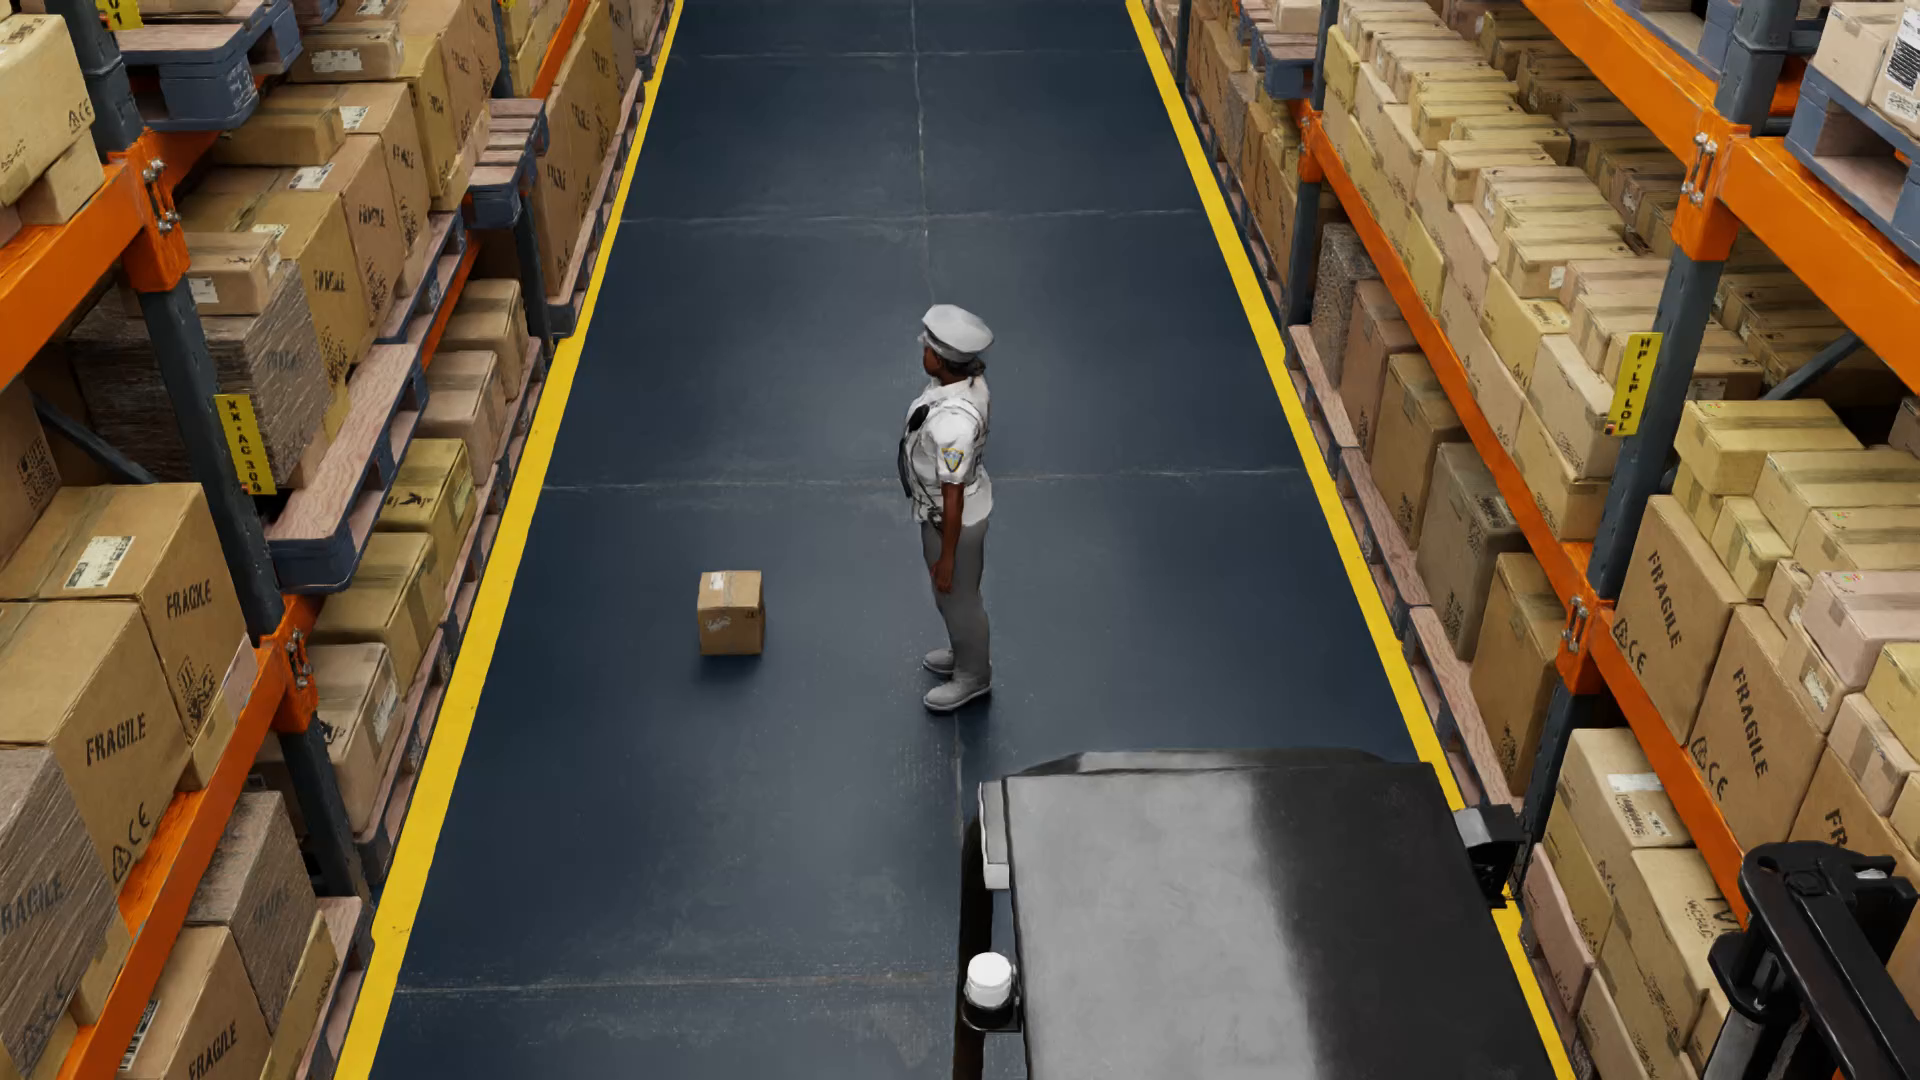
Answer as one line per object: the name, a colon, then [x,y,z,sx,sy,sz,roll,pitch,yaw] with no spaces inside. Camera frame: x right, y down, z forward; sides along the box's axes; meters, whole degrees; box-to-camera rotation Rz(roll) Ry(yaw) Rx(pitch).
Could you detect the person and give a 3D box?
person: [-0.039,-0.358,6.043,0.319,1.013,0.563,1,35,2]
